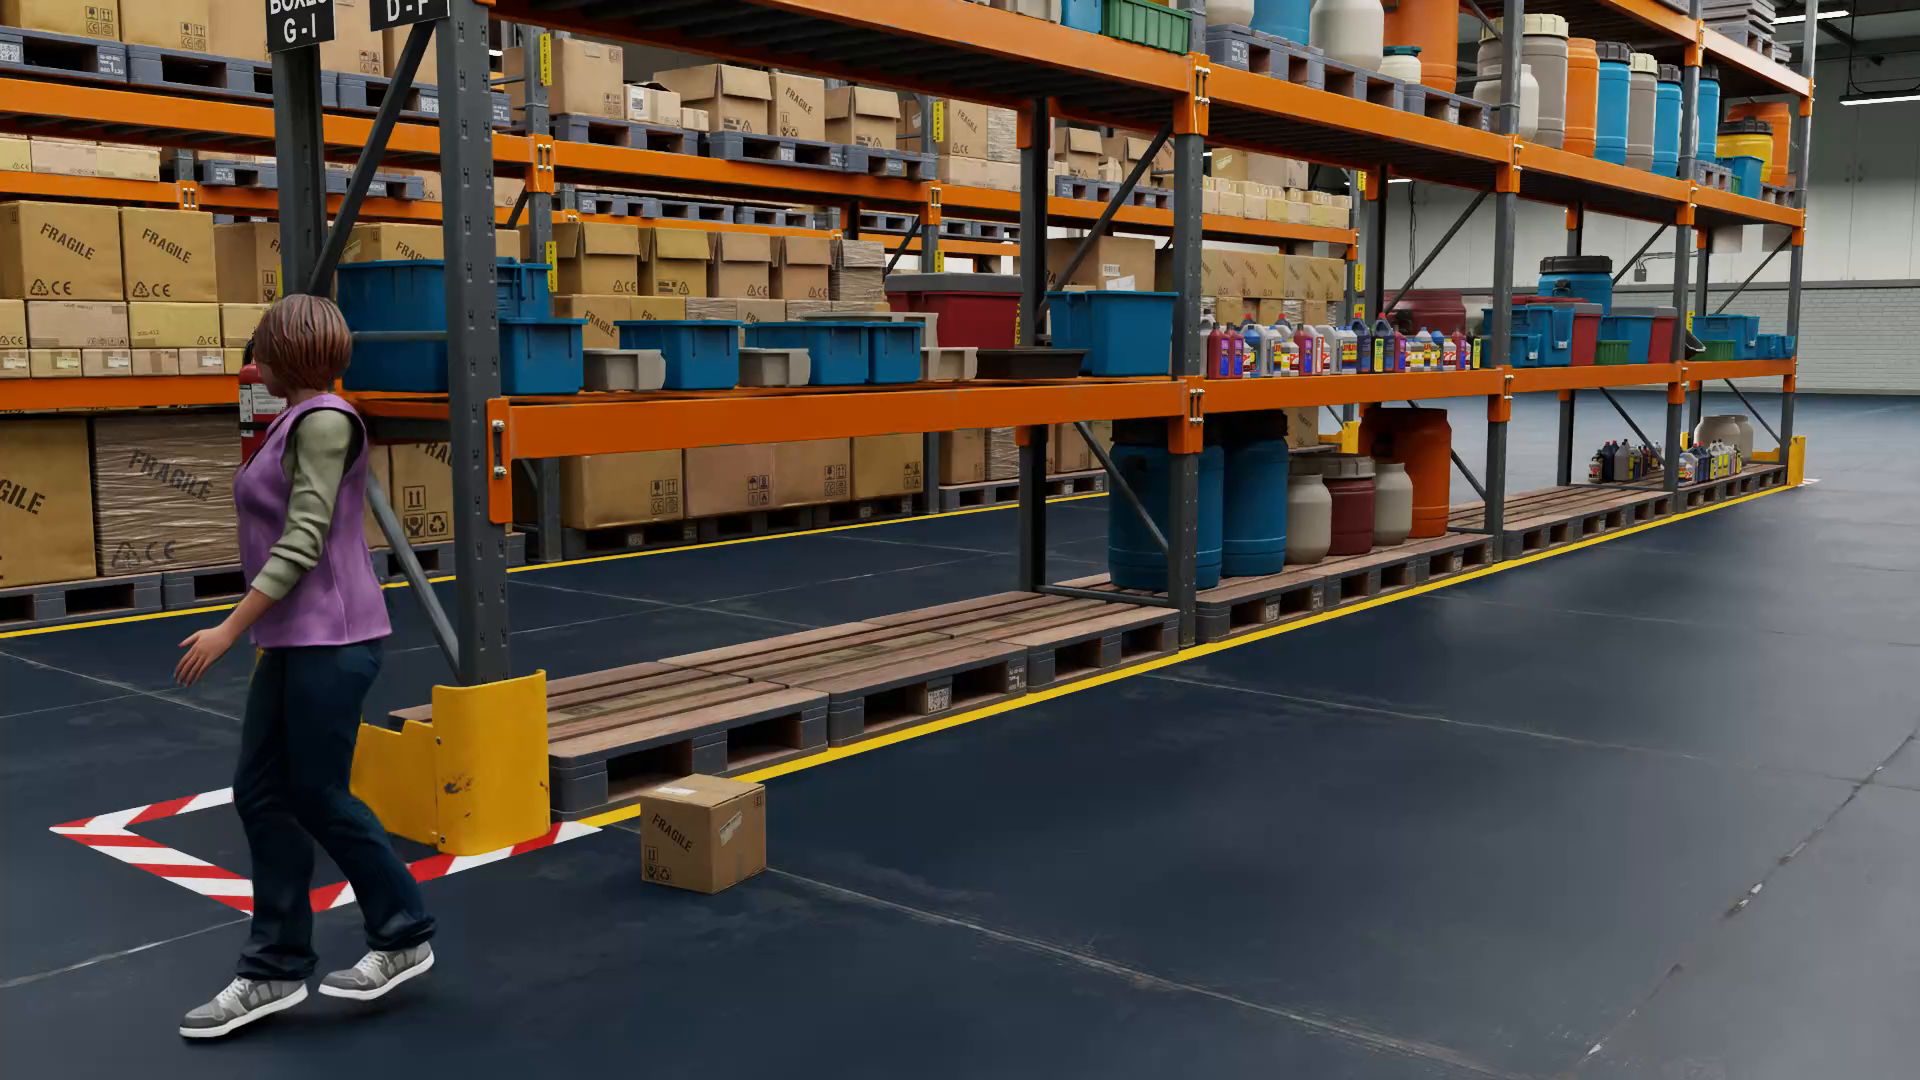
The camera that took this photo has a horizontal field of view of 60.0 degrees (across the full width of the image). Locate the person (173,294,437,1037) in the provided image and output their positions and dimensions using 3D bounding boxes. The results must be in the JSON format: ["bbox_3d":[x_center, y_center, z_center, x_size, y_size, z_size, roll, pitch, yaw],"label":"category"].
[{"bbox_3d":[-1.499,0.263,3.705,0.550,1.588,0.446,-5,8,-34],"label":"person"}]
